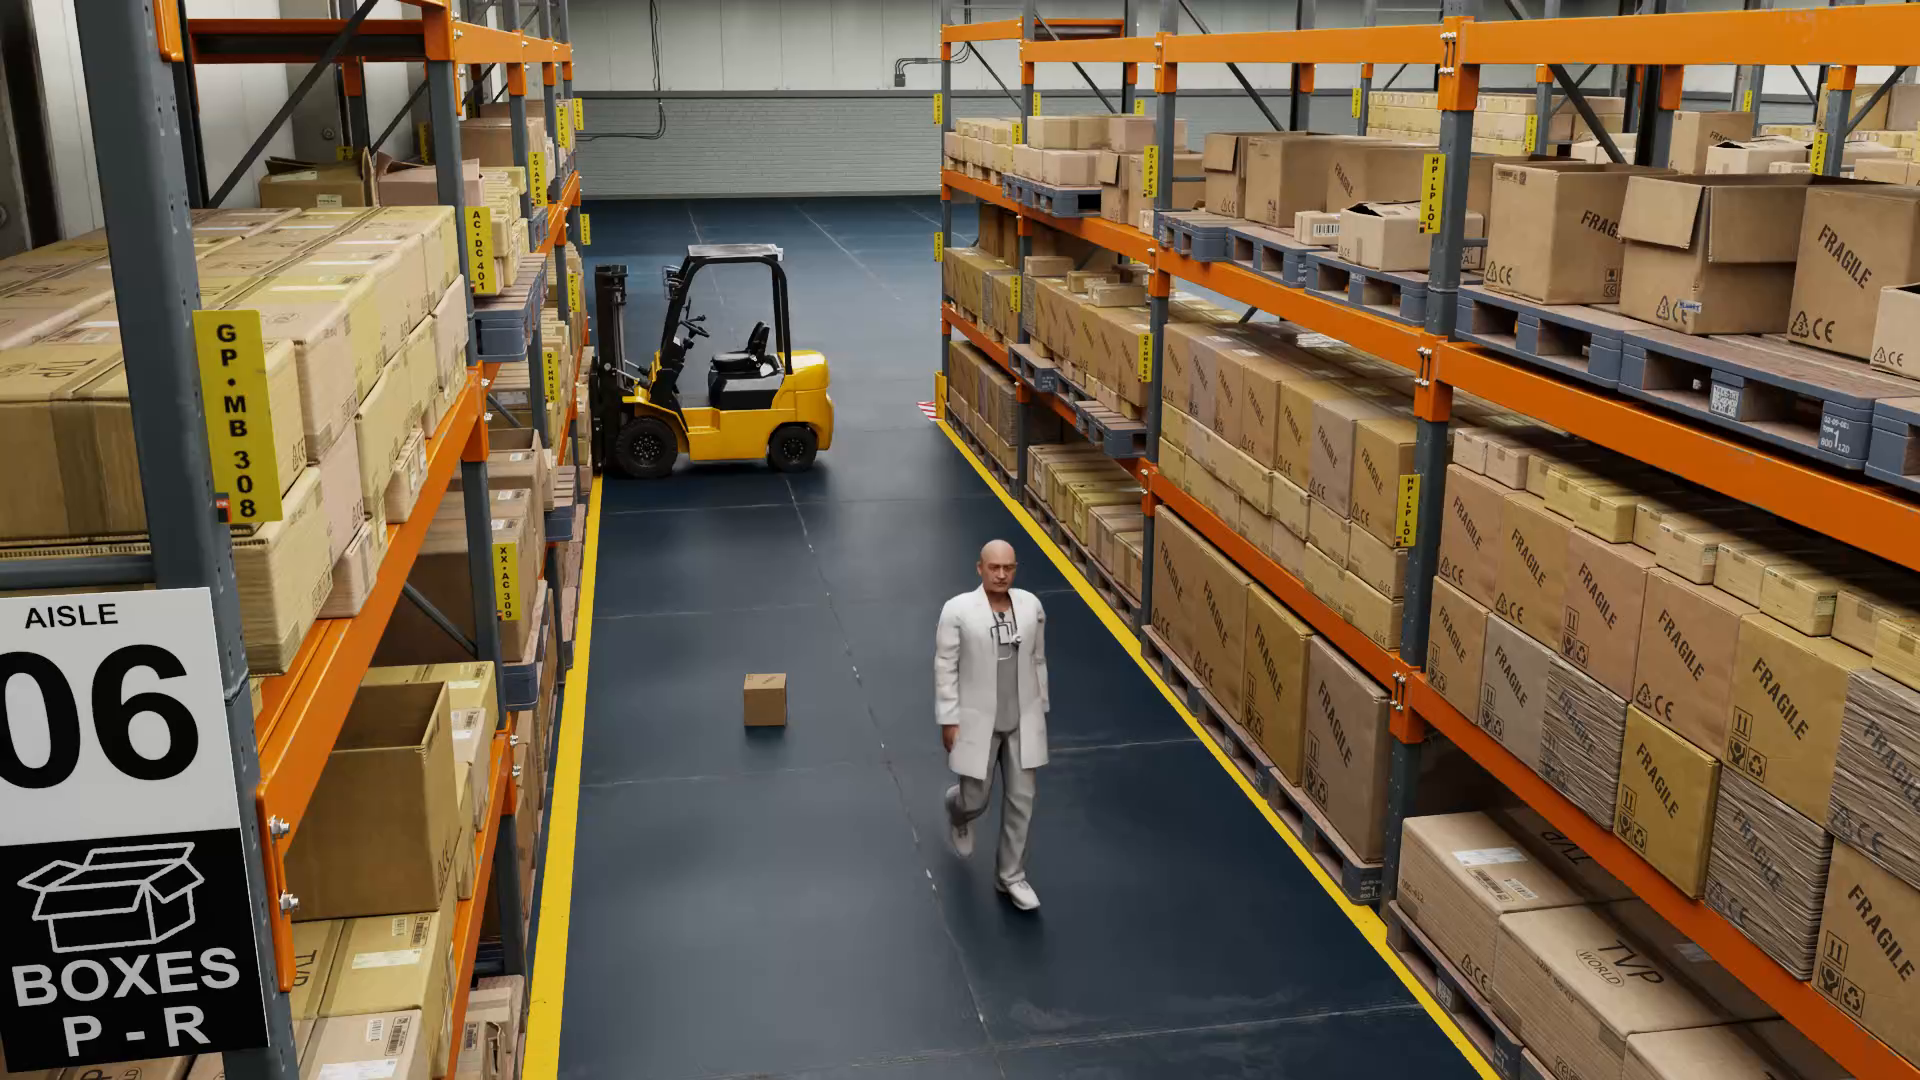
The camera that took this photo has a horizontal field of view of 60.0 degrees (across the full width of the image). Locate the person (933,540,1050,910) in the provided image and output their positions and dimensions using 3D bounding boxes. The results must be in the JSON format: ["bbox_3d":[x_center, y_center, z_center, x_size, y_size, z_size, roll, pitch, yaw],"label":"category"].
[{"bbox_3d":[0.155,0.851,8.051,0.587,1.753,0.809,-5,17,-17],"label":"person"}]
